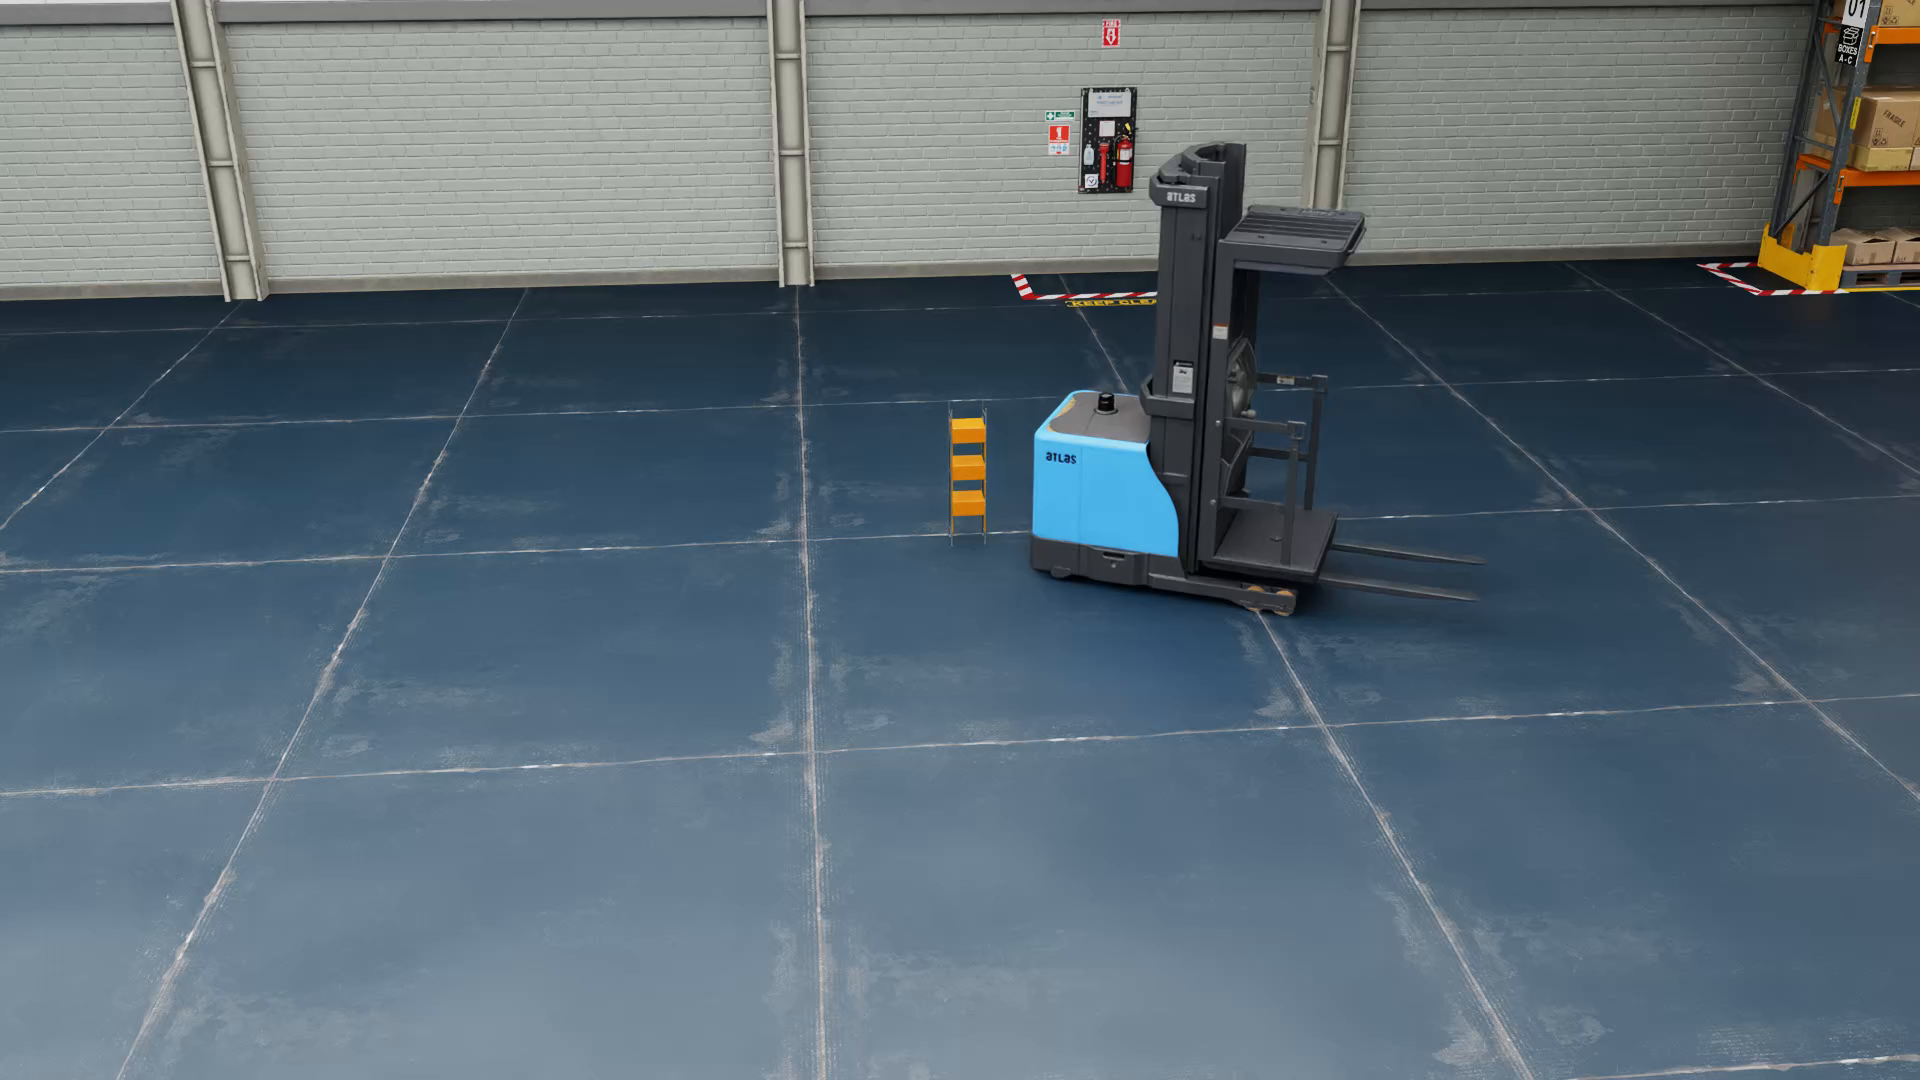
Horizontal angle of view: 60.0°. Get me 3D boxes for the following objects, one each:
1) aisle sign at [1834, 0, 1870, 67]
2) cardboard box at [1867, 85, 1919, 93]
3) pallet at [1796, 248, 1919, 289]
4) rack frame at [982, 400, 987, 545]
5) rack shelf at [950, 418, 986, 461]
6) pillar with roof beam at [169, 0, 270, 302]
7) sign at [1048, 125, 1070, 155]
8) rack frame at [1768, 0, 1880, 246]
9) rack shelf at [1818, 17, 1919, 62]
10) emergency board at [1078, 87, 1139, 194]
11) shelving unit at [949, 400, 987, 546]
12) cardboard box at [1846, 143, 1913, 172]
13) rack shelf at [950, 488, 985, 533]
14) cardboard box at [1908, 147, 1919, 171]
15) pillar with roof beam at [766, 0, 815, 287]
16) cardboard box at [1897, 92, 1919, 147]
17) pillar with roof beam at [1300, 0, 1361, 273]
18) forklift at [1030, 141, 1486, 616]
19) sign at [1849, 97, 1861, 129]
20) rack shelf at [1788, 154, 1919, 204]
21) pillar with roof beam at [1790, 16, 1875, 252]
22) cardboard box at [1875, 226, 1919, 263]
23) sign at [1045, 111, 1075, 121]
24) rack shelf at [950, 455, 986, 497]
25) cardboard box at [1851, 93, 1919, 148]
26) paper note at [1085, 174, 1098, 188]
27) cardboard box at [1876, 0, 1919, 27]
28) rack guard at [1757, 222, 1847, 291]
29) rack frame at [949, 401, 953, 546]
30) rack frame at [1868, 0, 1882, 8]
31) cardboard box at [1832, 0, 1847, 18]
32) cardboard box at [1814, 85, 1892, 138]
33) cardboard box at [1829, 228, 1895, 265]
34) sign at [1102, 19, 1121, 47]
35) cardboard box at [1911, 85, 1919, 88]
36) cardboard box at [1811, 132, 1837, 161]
[{"bbox_3d":[9.447,-5.439,17.593,0.004,0.787,0.394,-2,24,-5],"label":"aisle sign"},{"bbox_3d":[10.439,-4.779,18.546,0.500,0.500,0.500,-2,24,-4],"label":"cardboard box"},{"bbox_3d":[10.376,-3.122,19.014,1.213,0.211,1.003,-2,24,-5],"label":"pallet"},{"bbox_3d":[0.175,-0.487,12.053,0.008,1.050,0.200,-2,24,-5],"label":"rack frame"},{"bbox_3d":[0.053,-0.732,11.931,0.240,0.259,0.215,-2,24,-5],"label":"rack shelf"},{"bbox_3d":[-7.389,-5.035,12.500,0.400,9.000,9.100,-2,24,-5],"label":"pillar with roof beam"},{"bbox_3d":[1.106,-4.466,18.560,0.234,0.329,0.001,-2,24,-5],"label":"sign"},{"bbox_3d":[9.489,-4.375,18.400,0.127,3.000,1.000,-2,24,-5],"label":"rack frame"},{"bbox_3d":[11.479,-5.497,18.117,4.000,0.370,1.077,-2,24,-5],"label":"rack shelf"},{"bbox_3d":[1.667,-4.430,18.524,0.643,1.169,0.194,-2,24,-5],"label":"emergency board"},{"bbox_3d":[0.053,-0.482,12.042,0.252,1.050,0.215,-2,24,-5],"label":"shelving unit"},{"bbox_3d":[10.006,-4.207,18.182,0.500,0.250,0.500,-3,24,-7],"label":"cardboard box"},{"bbox_3d":[0.053,-0.218,12.159,0.240,0.259,0.215,-2,24,-5],"label":"rack shelf"},{"bbox_3d":[10.521,-4.233,18.241,0.500,0.250,0.500,-3,24,-7],"label":"cardboard box"},{"bbox_3d":[-1.418,-5.275,13.039,0.400,9.000,9.100,-2,24,-5],"label":"pillar with roof beam"},{"bbox_3d":[10.486,-4.572,18.079,0.500,0.500,0.500,-2,24,-5],"label":"cardboard box"},{"bbox_3d":[4.553,-5.515,13.577,0.400,9.000,9.100,-2,24,-5],"label":"pillar with roof beam"},{"bbox_3d":[2.065,-1.076,11.062,3.031,2.935,1.130,8,25,18],"label":"forklift"},{"bbox_3d":[9.542,-4.551,17.731,0.005,0.325,0.100,-2,24,-5],"label":"sign"},{"bbox_3d":[11.479,-4.126,18.726,4.000,0.370,1.077,-2,24,-5],"label":"rack shelf"},{"bbox_3d":[10.524,-5.754,14.116,0.400,9.000,9.100,-2,24,-5],"label":"pillar with roof beam"},{"bbox_3d":[10.754,-3.361,18.888,0.500,0.311,0.500,0,24,-1],"label":"cardboard box"},{"bbox_3d":[1.112,-4.705,18.445,0.331,0.109,0.001,-2,24,-5],"label":"sign"},{"bbox_3d":[0.053,-0.472,12.046,0.240,0.259,0.215,-2,24,-5],"label":"rack shelf"},{"bbox_3d":[9.994,-4.556,18.044,0.500,0.500,0.500,-2,24,-5],"label":"cardboard box"},{"bbox_3d":[1.484,-4.048,18.749,0.142,0.148,0.016,-2,24,-5],"label":"paper note"},{"bbox_3d":[9.846,-5.713,17.569,0.500,0.500,0.500,-2,24,-4],"label":"cardboard box"},{"bbox_3d":[9.565,-3.236,18.915,0.348,0.500,1.175,-2,24,-5],"label":"rack guard"},{"bbox_3d":[-0.068,-0.477,12.031,0.008,1.050,0.200,-2,24,-5],"label":"rack frame"},{"bbox_3d":[9.489,-7.117,17.182,0.127,3.000,1.000,-2,24,-5],"label":"rack frame"},{"bbox_3d":[9.879,-5.920,18.034,0.500,0.500,0.500,-1,24,-1],"label":"cardboard box"},{"bbox_3d":[9.937,-4.763,18.510,0.500,0.500,0.500,-3,24,-6],"label":"cardboard box"},{"bbox_3d":[10.186,-3.339,18.837,0.500,0.311,0.500,-5,24,-11],"label":"cardboard box"},{"bbox_3d":[1.649,-5.529,18.143,0.199,0.298,0.001,-2,24,-5],"label":"sign"},{"bbox_3d":[10.953,-4.802,18.597,0.500,0.500,0.500,-3,24,-7],"label":"cardboard box"},{"bbox_3d":[9.935,-4.413,18.645,0.500,0.250,0.500,-2,24,-4],"label":"cardboard box"}]
